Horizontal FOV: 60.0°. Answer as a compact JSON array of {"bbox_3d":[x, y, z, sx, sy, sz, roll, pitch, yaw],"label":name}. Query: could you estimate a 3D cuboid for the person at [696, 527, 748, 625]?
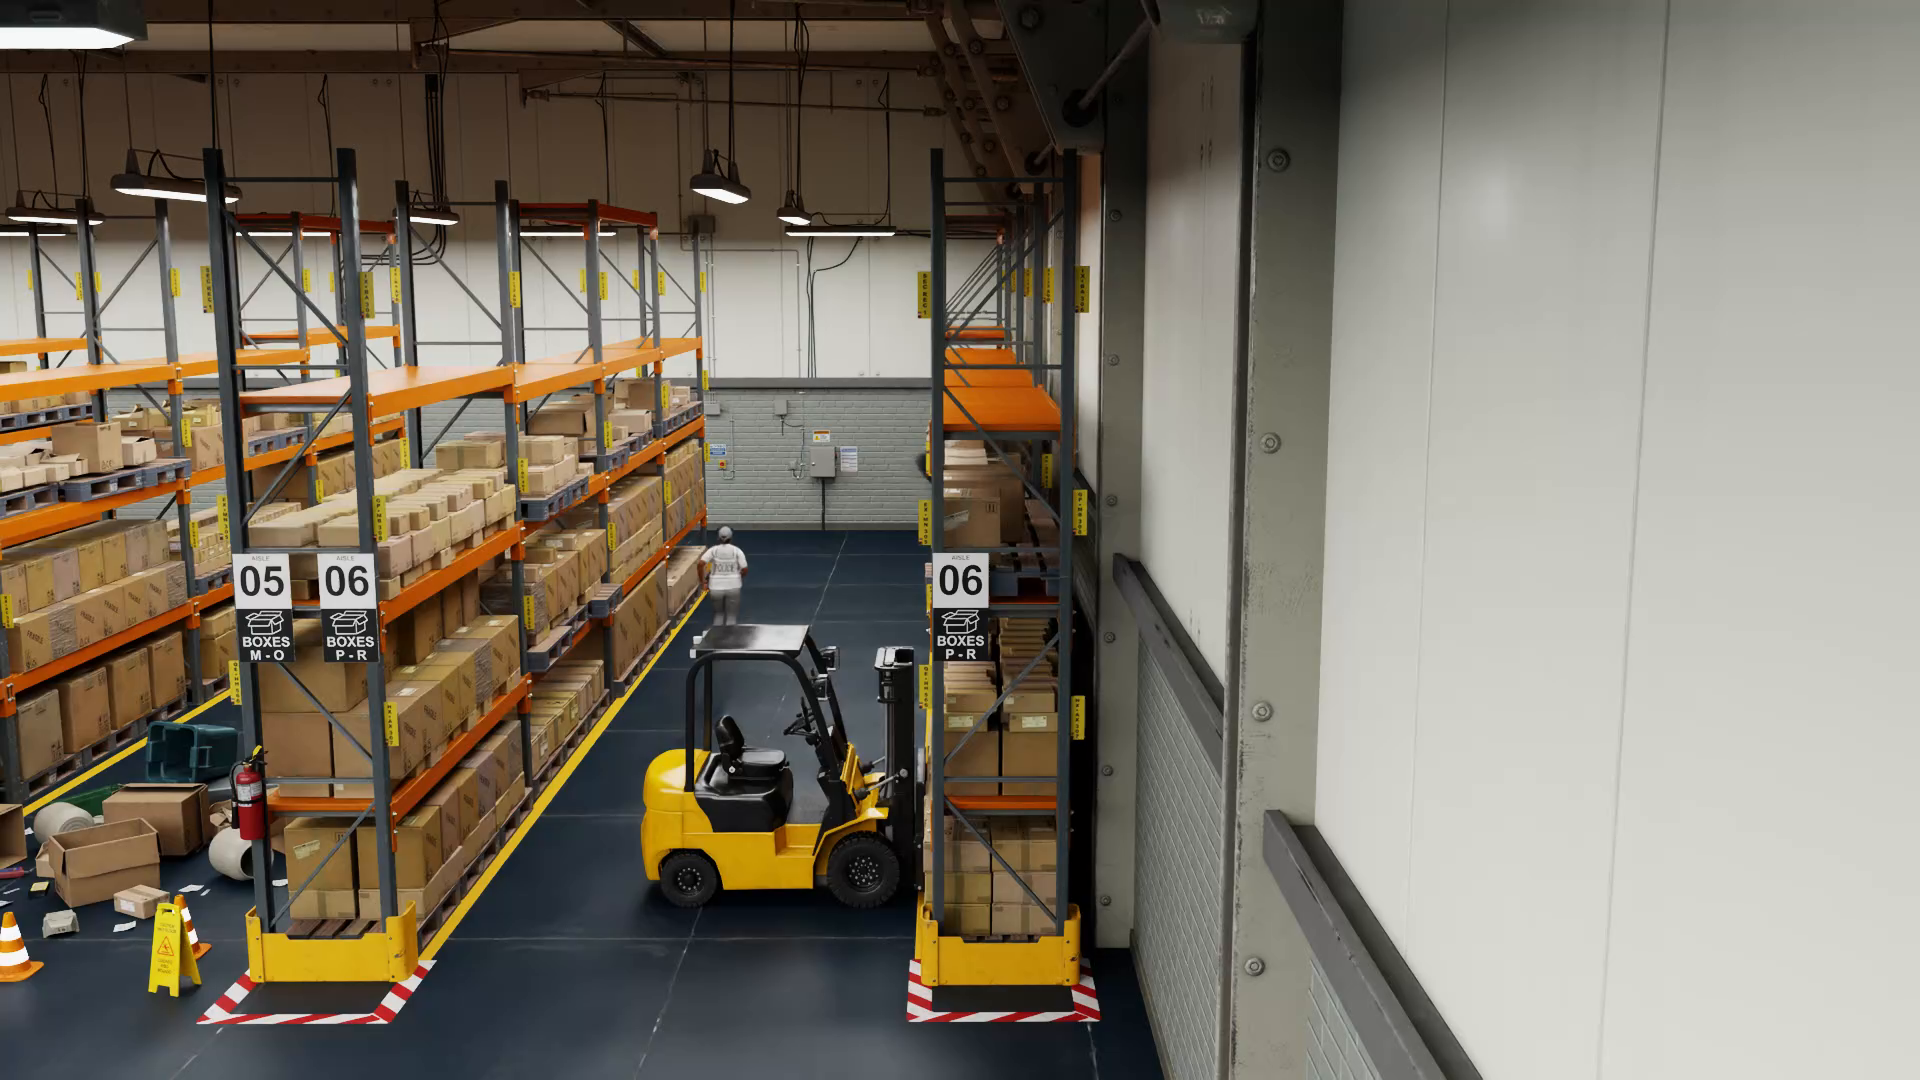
[{"bbox_3d":[-3.039,0.686,21.446,0.626,1.729,0.634,0,9,1],"label":"person"}]
